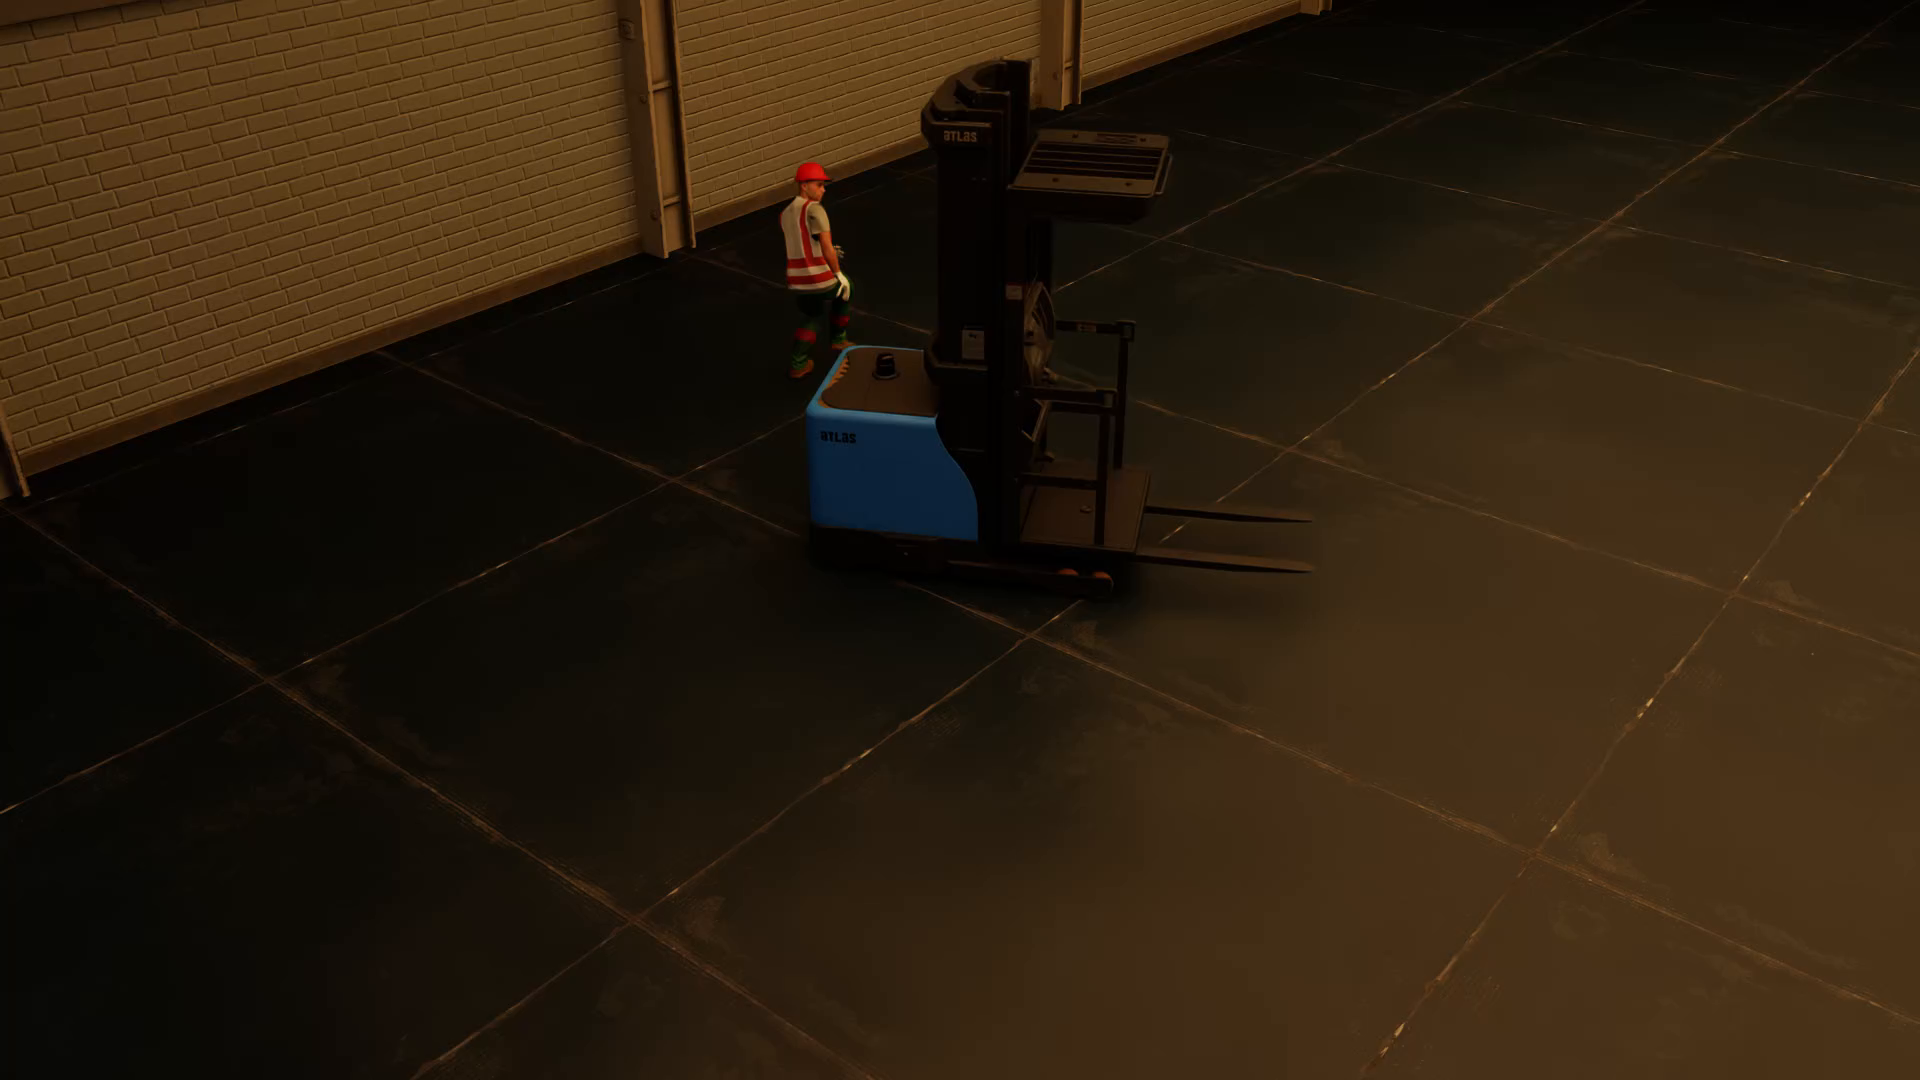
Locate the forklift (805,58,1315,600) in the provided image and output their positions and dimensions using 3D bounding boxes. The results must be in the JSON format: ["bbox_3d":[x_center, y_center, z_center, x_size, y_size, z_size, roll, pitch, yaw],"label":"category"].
[{"bbox_3d":[0.648,-1.202,9.651,3.031,2.935,1.130,6,31,9],"label":"forklift"}]

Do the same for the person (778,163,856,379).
[{"bbox_3d":[-0.977,-1.997,12.370,0.779,1.587,0.810,16,34,25],"label":"person"}]
